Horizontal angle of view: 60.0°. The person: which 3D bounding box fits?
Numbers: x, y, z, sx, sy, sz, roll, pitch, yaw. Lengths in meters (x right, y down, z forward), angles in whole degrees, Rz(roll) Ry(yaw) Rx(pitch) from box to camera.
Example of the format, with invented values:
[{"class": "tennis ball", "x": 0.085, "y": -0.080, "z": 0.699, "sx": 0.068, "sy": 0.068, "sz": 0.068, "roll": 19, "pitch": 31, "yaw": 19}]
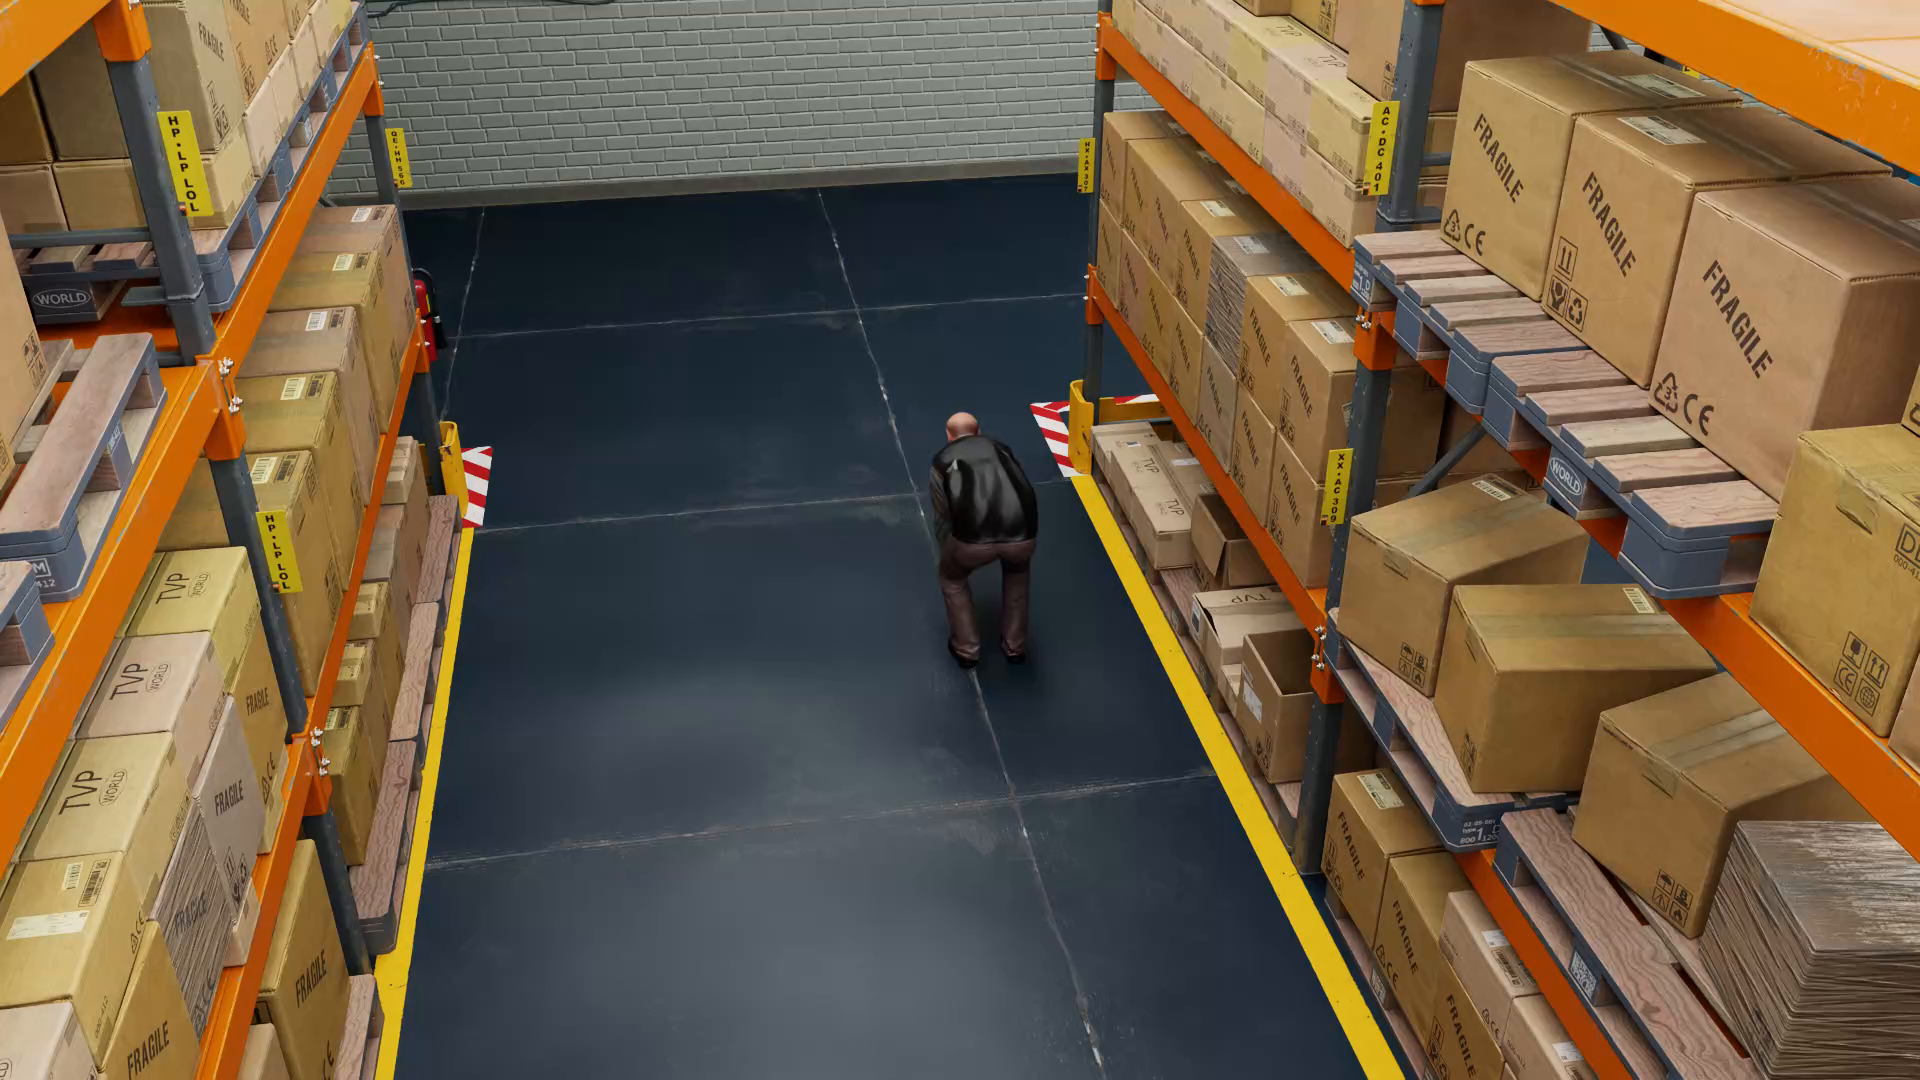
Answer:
[{"class": "person", "x": 0.103, "y": 0.008, "z": 8.723, "sx": 0.488, "sy": 1.140, "sz": 0.918, "roll": -7, "pitch": 31, "yaw": -11}]
